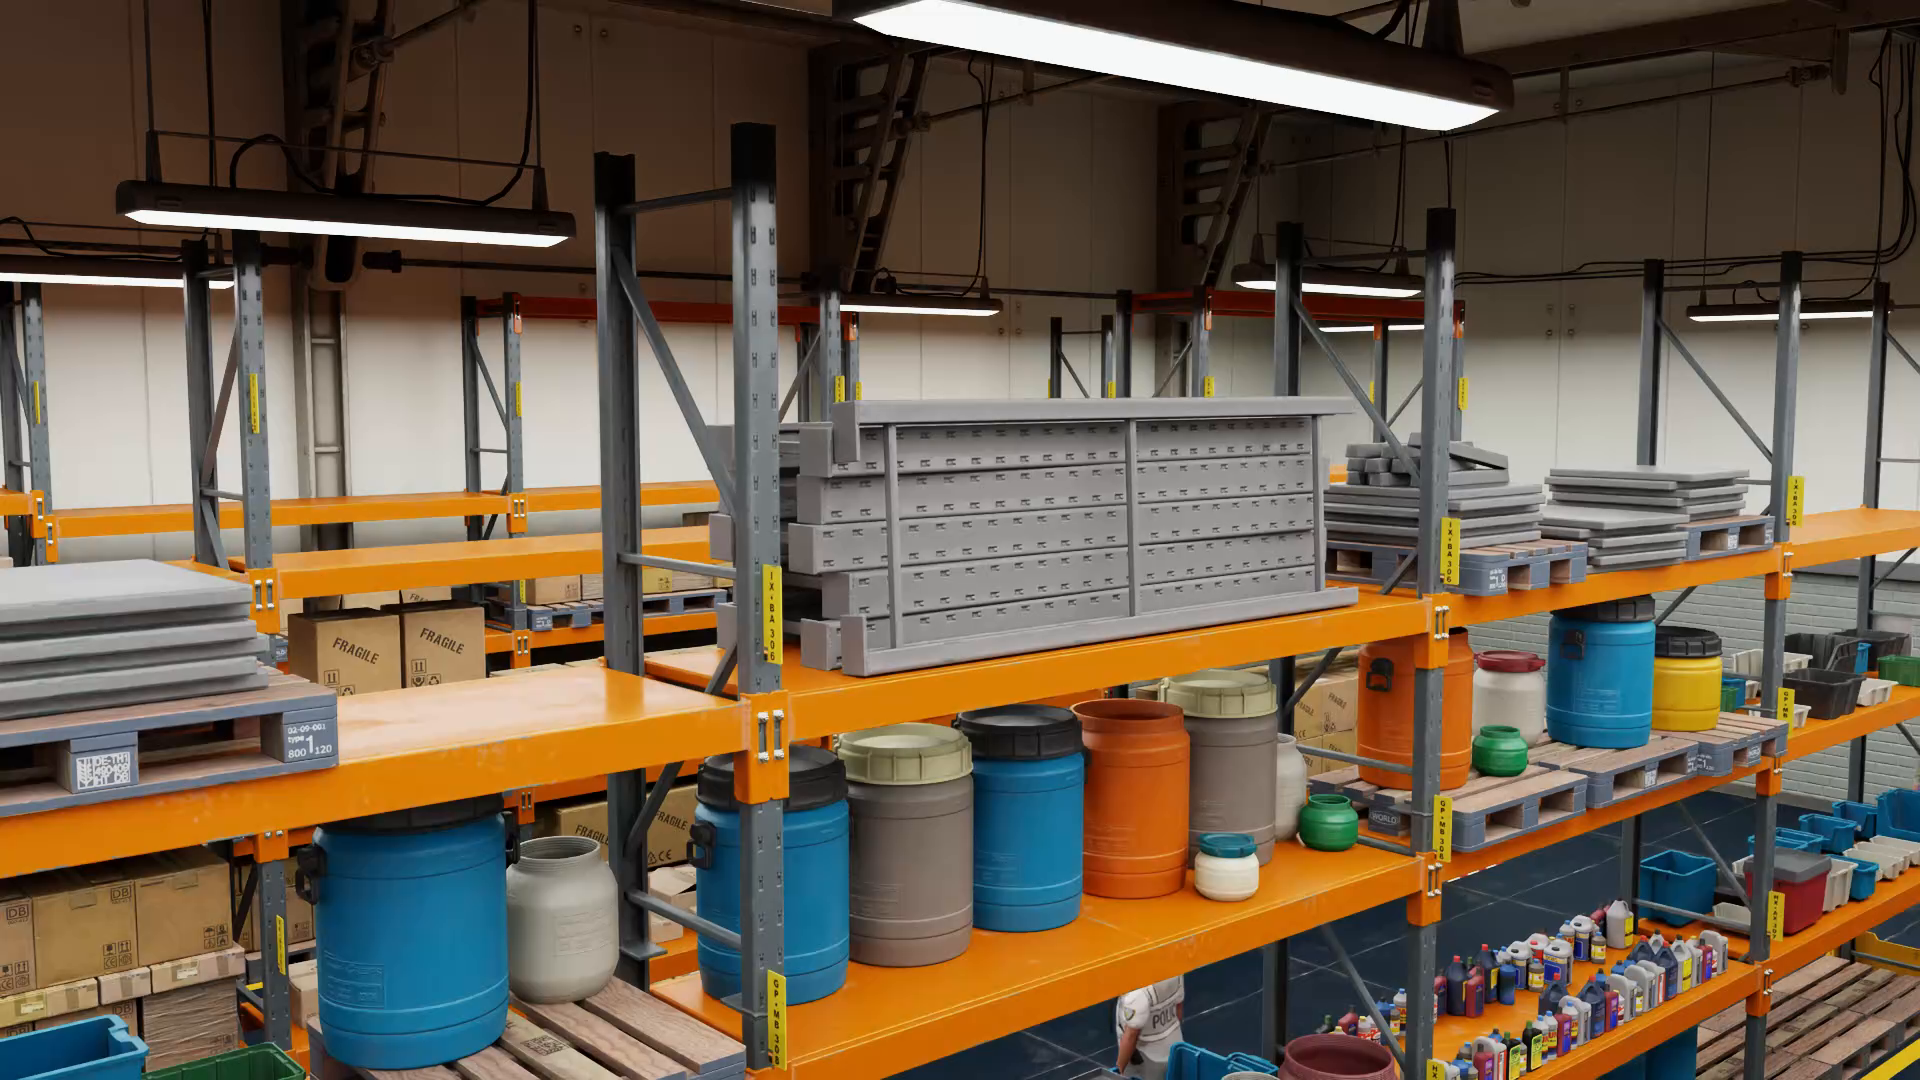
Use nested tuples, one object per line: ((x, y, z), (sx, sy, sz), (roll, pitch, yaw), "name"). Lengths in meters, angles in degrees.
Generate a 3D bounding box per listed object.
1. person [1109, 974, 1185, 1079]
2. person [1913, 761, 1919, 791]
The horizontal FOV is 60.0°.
((1.213, 3.300, 10.602), (0.450, 1.774, 0.629), (3, 6, 30), "person")
((10.174, 2.410, 17.304), (0.443, 0.940, 0.277), (4, 7, 39), "person")
